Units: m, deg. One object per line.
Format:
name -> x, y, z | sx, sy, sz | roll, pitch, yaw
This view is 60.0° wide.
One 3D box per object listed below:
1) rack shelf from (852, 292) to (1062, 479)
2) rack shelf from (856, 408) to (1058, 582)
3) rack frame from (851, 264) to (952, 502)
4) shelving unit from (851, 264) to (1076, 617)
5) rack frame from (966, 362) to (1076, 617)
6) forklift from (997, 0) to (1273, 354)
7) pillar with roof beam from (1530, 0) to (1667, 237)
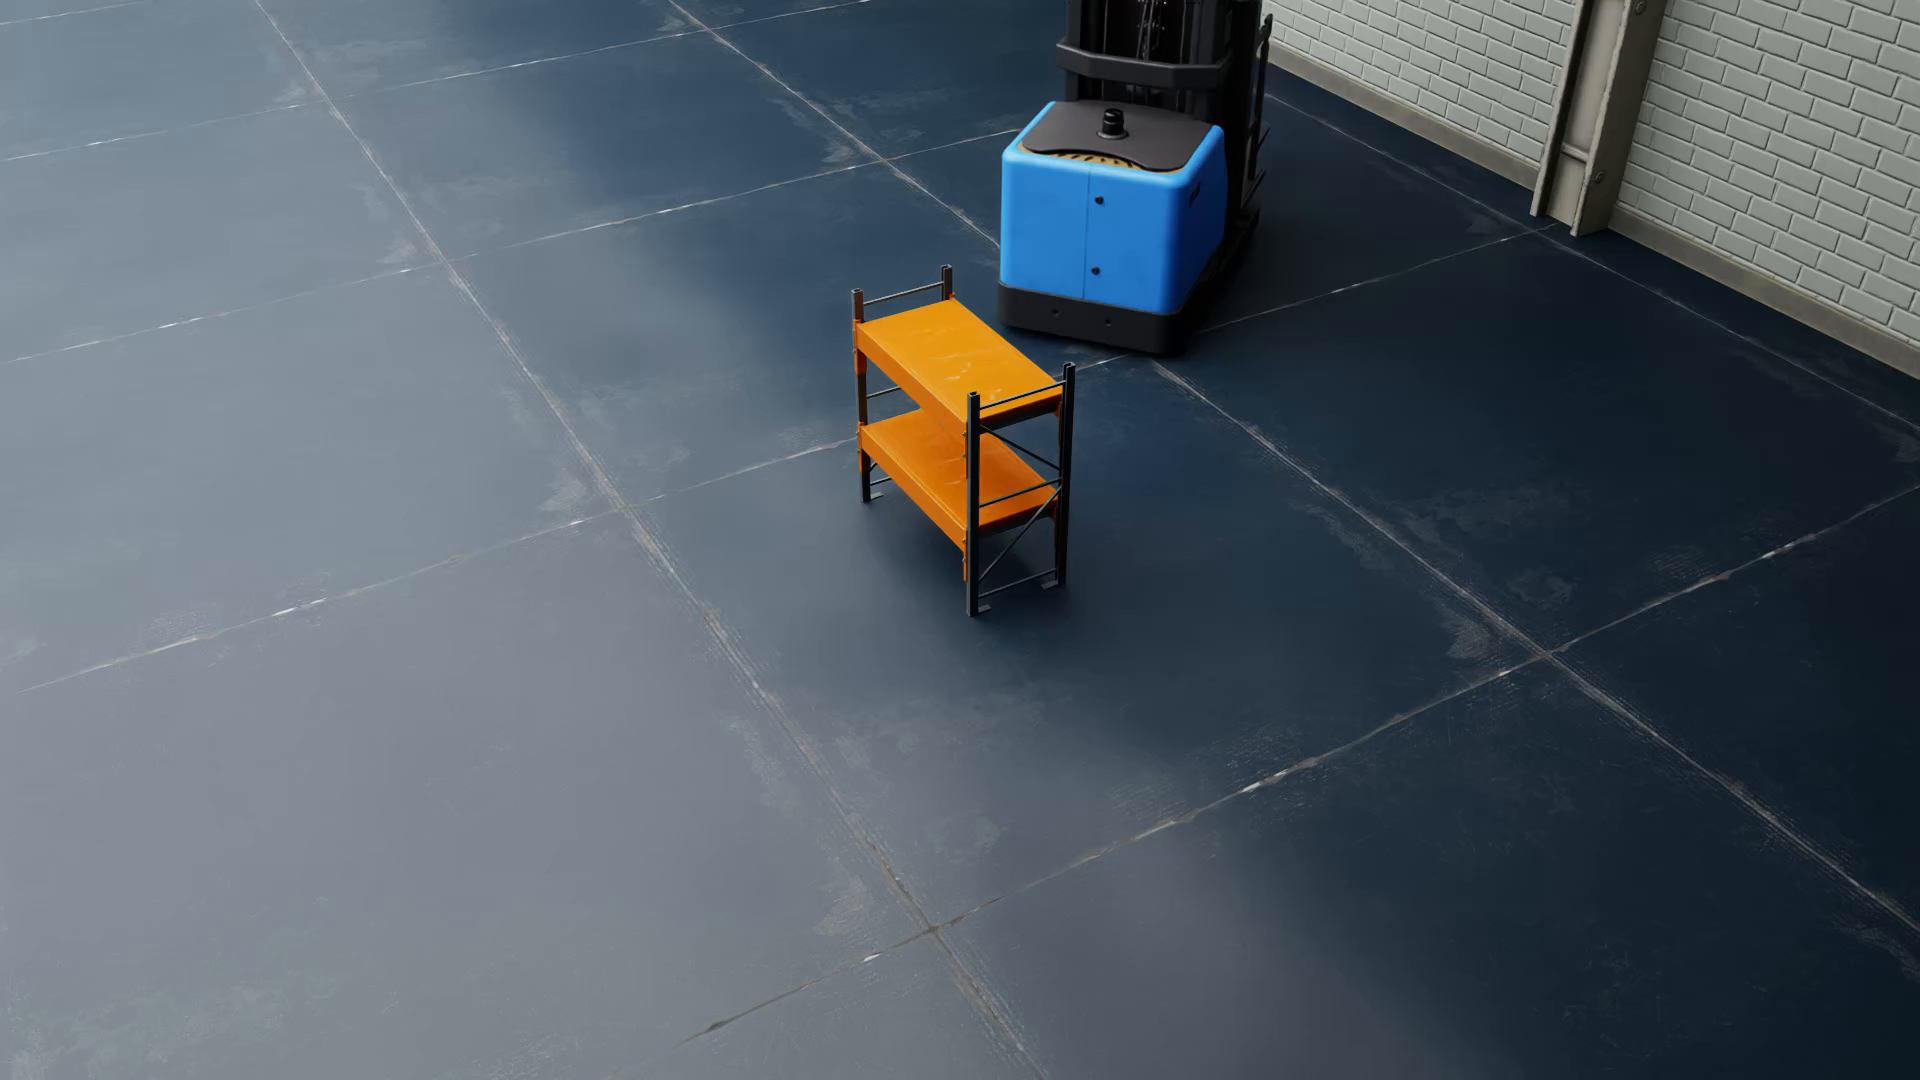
rack shelf -> -0.003, -0.694, 7.250 | 0.538, 0.278, 1.000 | -19, 40, -24
rack shelf -> -0.003, -0.260, 7.567 | 0.538, 0.278, 1.000 | -19, 40, -24
rack frame -> -0.259, -0.717, 7.778 | 0.500, 1.125, 0.032 | -19, 40, -24
shelving unit -> -0.003, -0.458, 7.423 | 0.538, 1.125, 1.048 | -19, 40, -24
rack frame -> 0.252, -0.198, 7.068 | 0.500, 1.125, 0.032 | -19, 40, -24
forklift -> 1.220, -3.059, 9.453 | 1.130, 2.935, 3.031 | 13, 38, 17
pillar with roof beam -> 0.138, -4.386, 6.126 | 9.100, 9.000, 0.400 | -19, 40, -24
